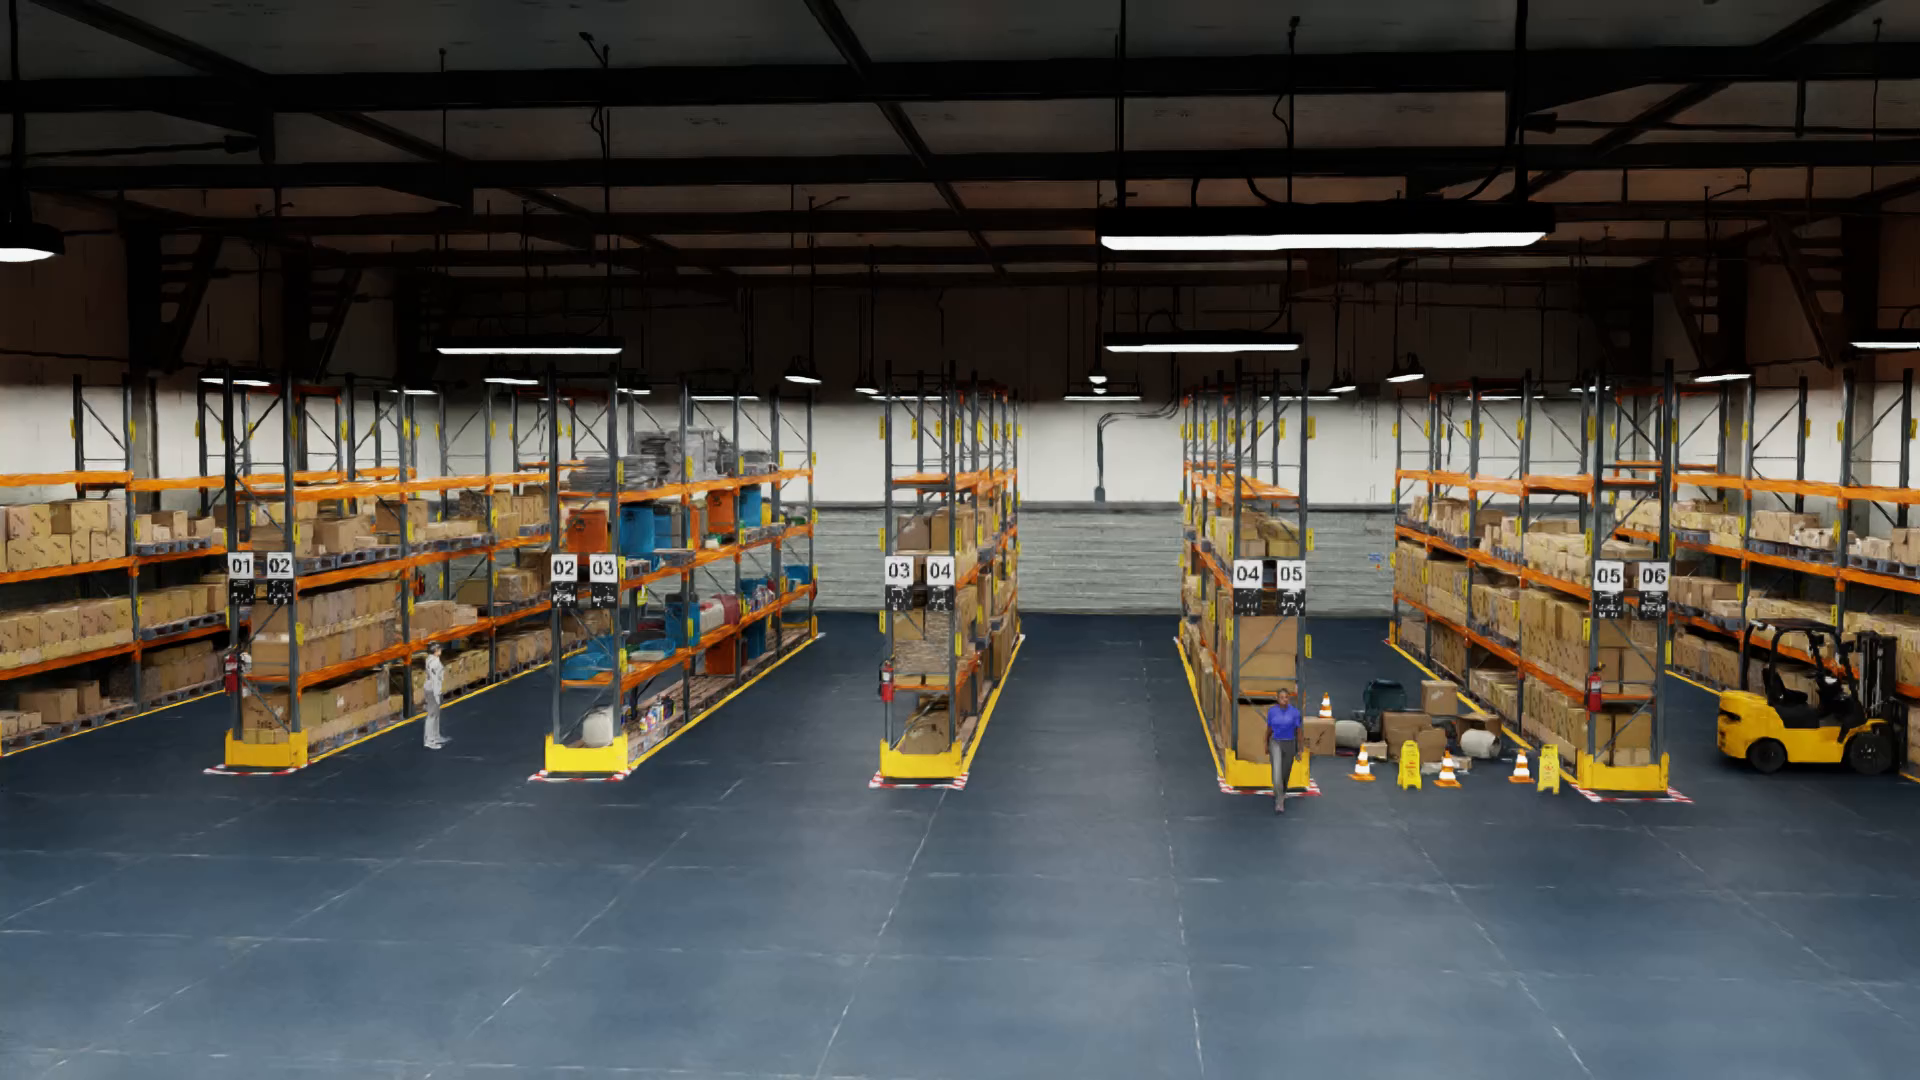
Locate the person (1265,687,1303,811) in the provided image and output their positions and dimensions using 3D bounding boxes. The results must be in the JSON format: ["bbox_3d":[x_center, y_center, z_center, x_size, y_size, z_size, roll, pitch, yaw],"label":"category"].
[{"bbox_3d":[4.306,2.745,22.081,0.461,1.596,0.999,0,4,4],"label":"person"}]

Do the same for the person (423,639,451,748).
[{"bbox_3d":[-8.290,2.424,26.332,0.433,1.672,0.553,-2,4,-23],"label":"person"}]

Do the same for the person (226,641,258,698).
[{"bbox_3d":[-11.827,2.403,27.288,0.497,1.583,1.090,0,4,8],"label":"person"}]

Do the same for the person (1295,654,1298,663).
[{"bbox_3d":[7.190,1.806,35.945,0.556,1.644,0.598,3,5,37],"label":"person"}]

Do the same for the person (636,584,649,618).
[{"bbox_3d":[-7.579,1.516,39.471,0.480,1.768,0.650,1,4,10],"label":"person"}]
